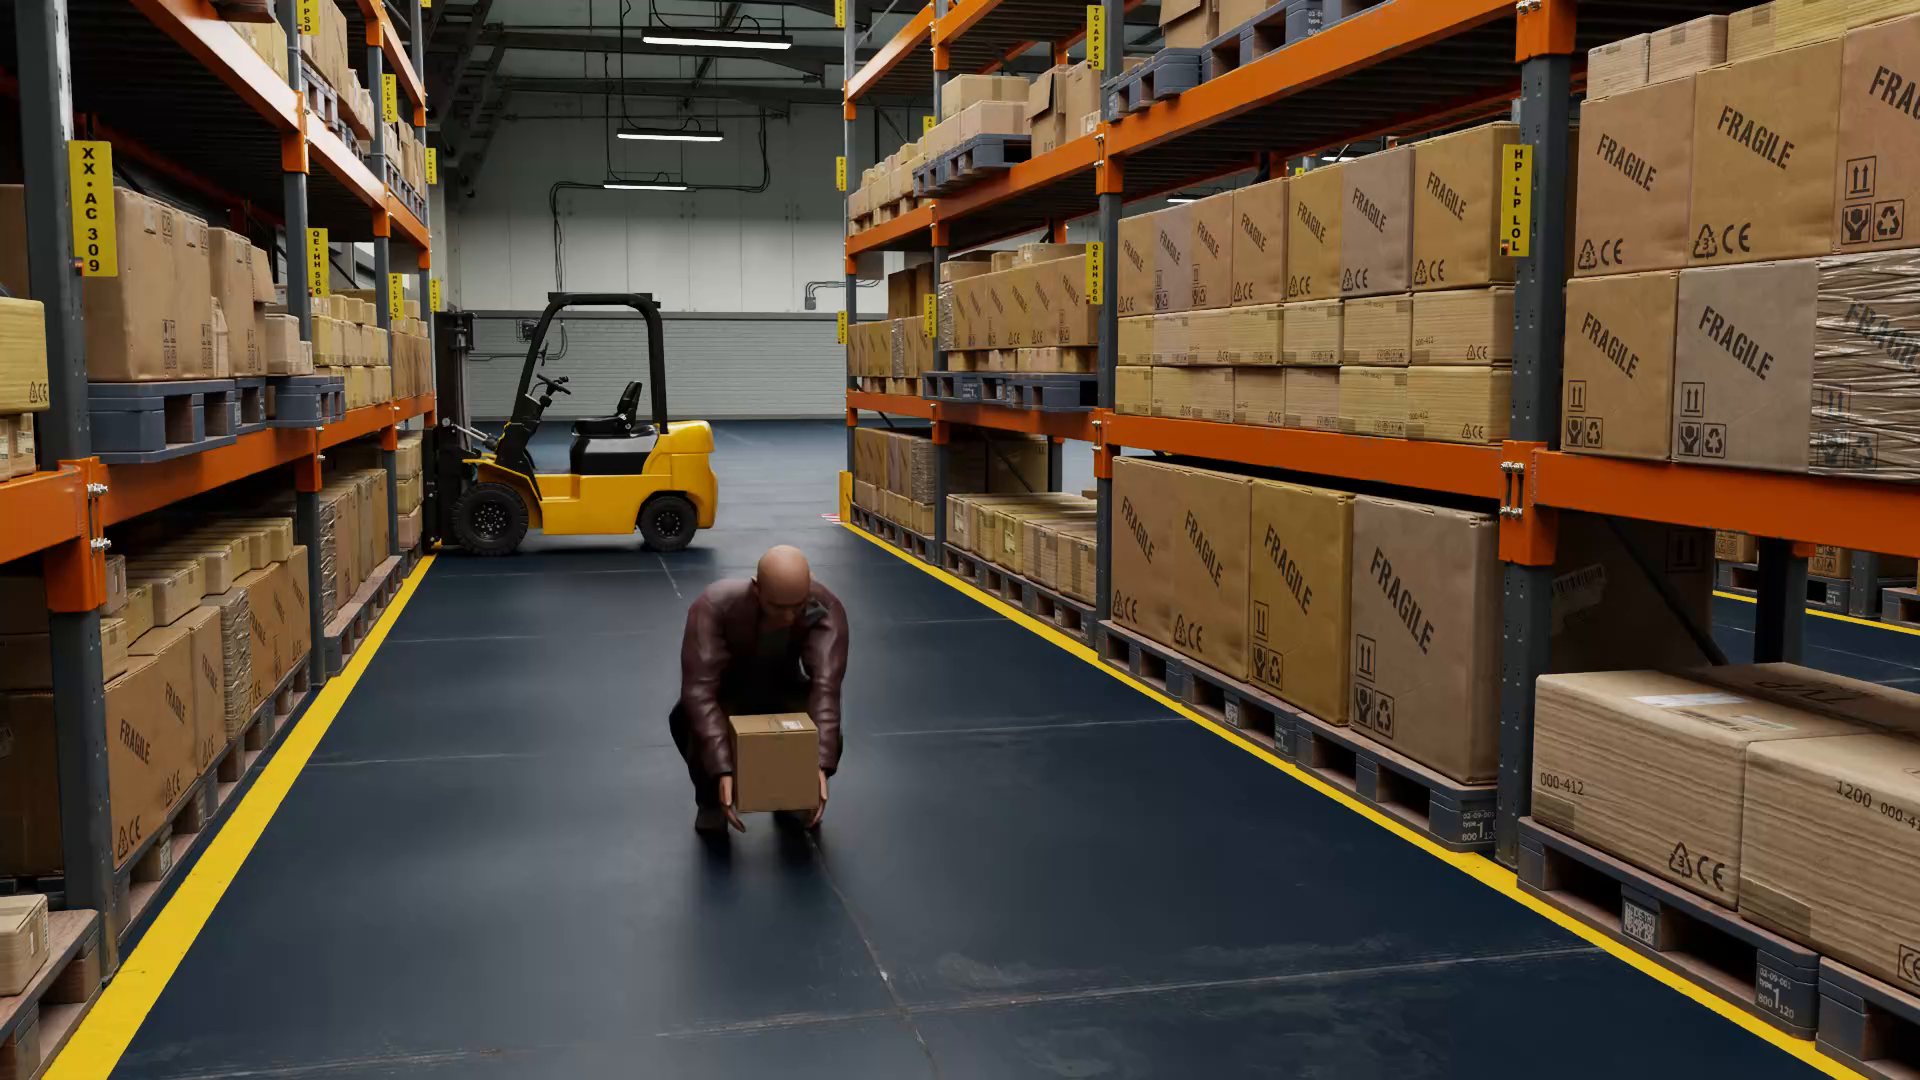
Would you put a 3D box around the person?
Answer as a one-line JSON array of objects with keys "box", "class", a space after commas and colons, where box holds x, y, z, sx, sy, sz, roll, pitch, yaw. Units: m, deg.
[{"box": [-0.665, 0.489, 5.508, 0.591, 0.995, 0.905, -2, 6, -14], "class": "person"}]
